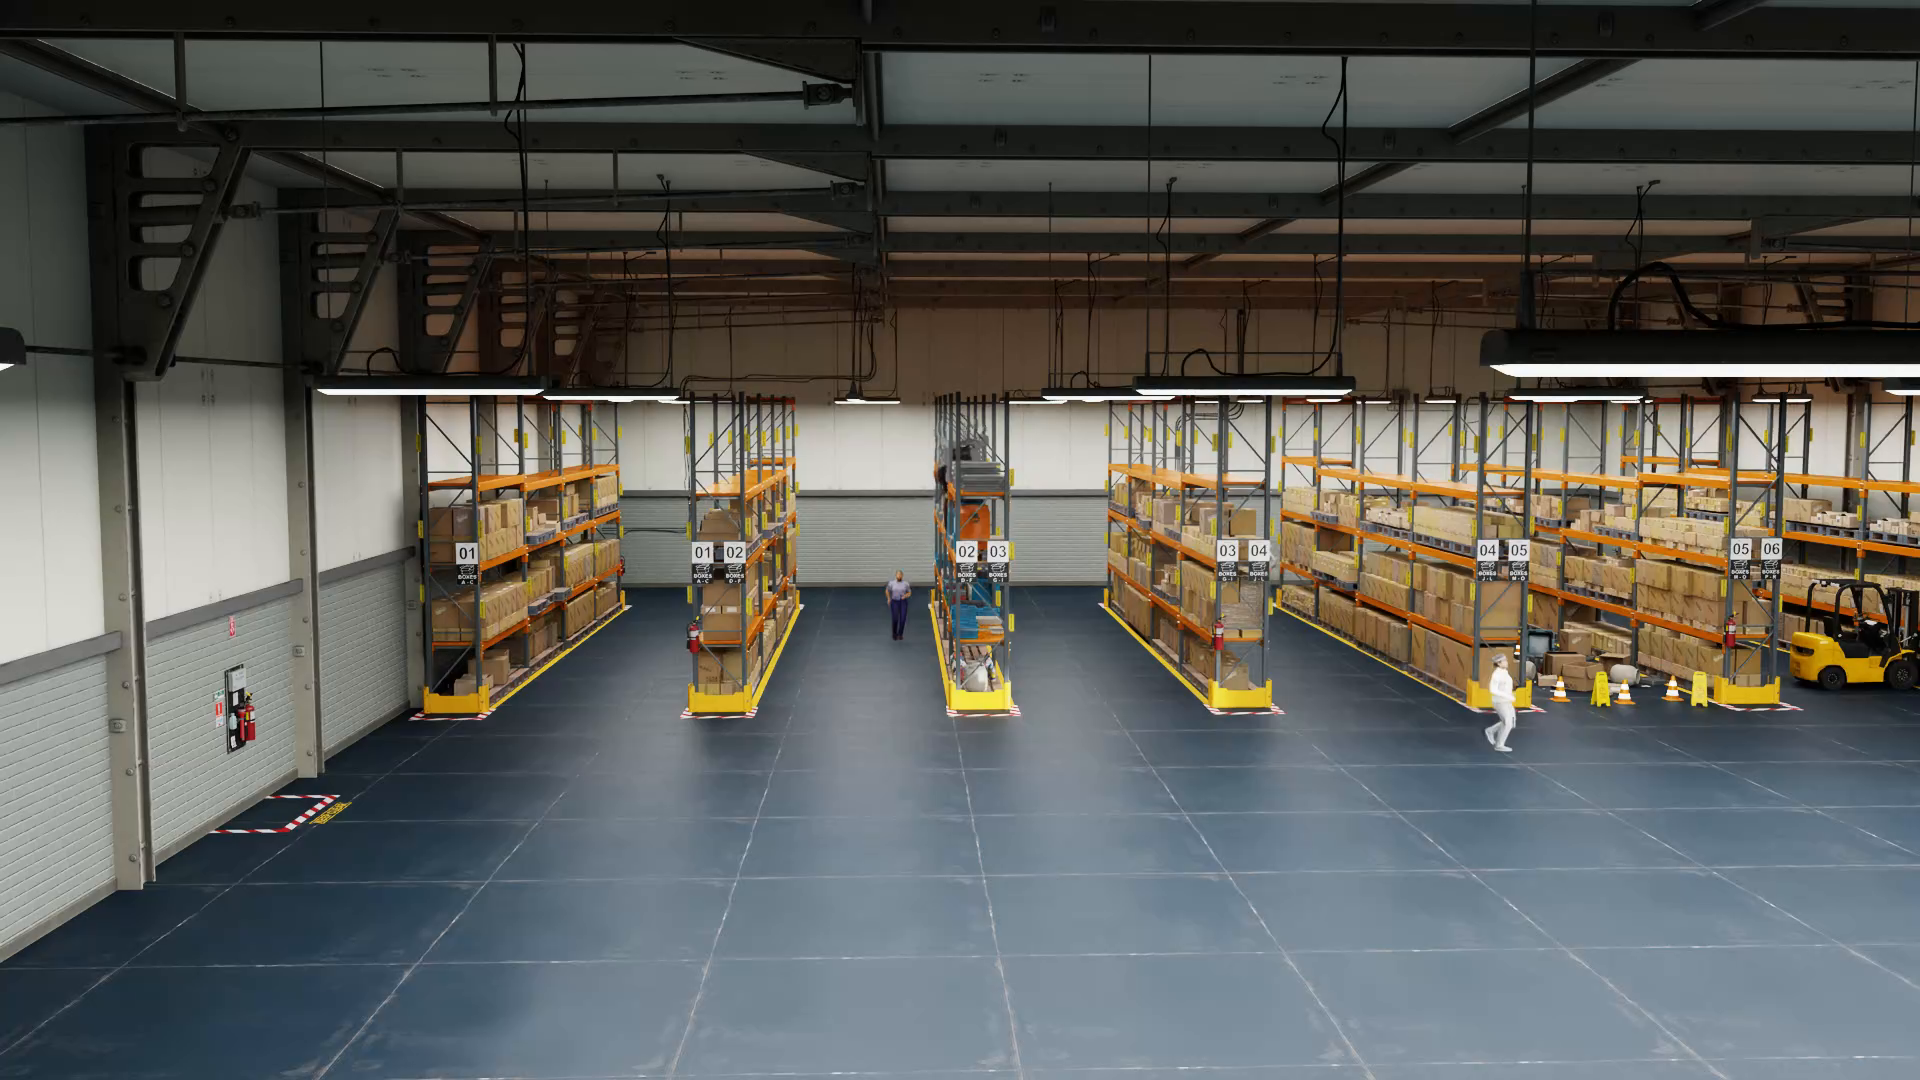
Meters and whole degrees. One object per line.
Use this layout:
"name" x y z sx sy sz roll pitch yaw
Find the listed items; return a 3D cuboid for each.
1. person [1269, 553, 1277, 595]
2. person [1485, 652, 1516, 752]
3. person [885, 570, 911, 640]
"person" 8.901 0.927 48.741 0.896 1.766 0.726 -2 5 -22
"person" 8.993 2.685 27.635 0.573 1.648 0.612 3 6 36
"person" -1.425 1.541 38.788 0.592 1.633 0.583 -1 5 -8
